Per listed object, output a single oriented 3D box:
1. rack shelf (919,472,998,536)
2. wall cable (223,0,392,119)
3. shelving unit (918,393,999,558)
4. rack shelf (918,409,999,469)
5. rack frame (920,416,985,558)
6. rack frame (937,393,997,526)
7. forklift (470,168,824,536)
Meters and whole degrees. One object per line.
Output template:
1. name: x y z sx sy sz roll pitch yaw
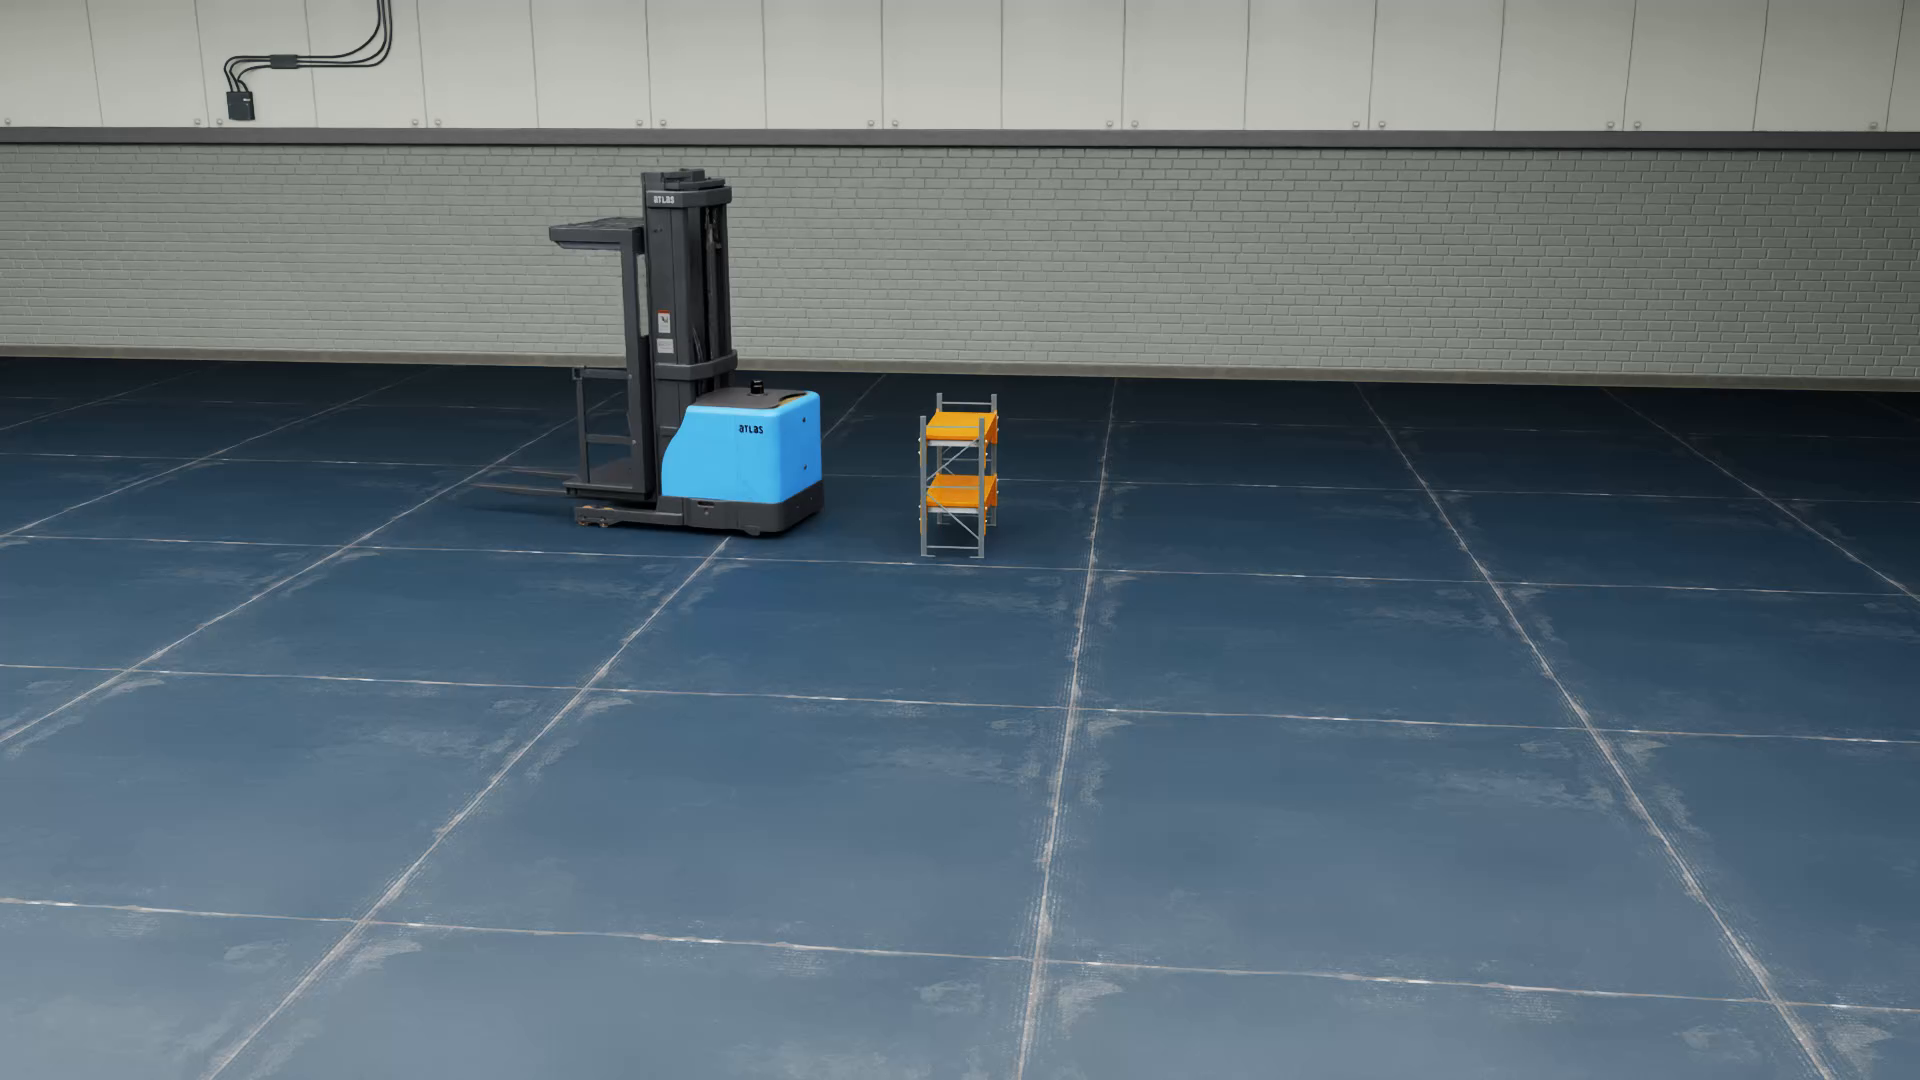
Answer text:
1. rack shelf: -0.001 -0.305 13.573 0.538 0.278 1.000 2 15 6
2. wall cable: -8.427 -8.383 20.909 2.305 6.003 0.169 2 15 6
3. shelving unit: -0.001 -0.541 13.509 0.538 1.125 1.048 2 15 6
4. rack shelf: -0.001 -0.824 13.432 0.538 0.278 1.000 2 15 6
5. rack frame: -0.058 -0.409 13.021 0.500 1.125 0.032 2 15 6
6. rack frame: 0.057 -0.673 13.996 0.500 1.125 0.032 2 15 6
7. forklift: -2.762 -1.650 14.149 3.031 2.935 1.130 5 16 17
